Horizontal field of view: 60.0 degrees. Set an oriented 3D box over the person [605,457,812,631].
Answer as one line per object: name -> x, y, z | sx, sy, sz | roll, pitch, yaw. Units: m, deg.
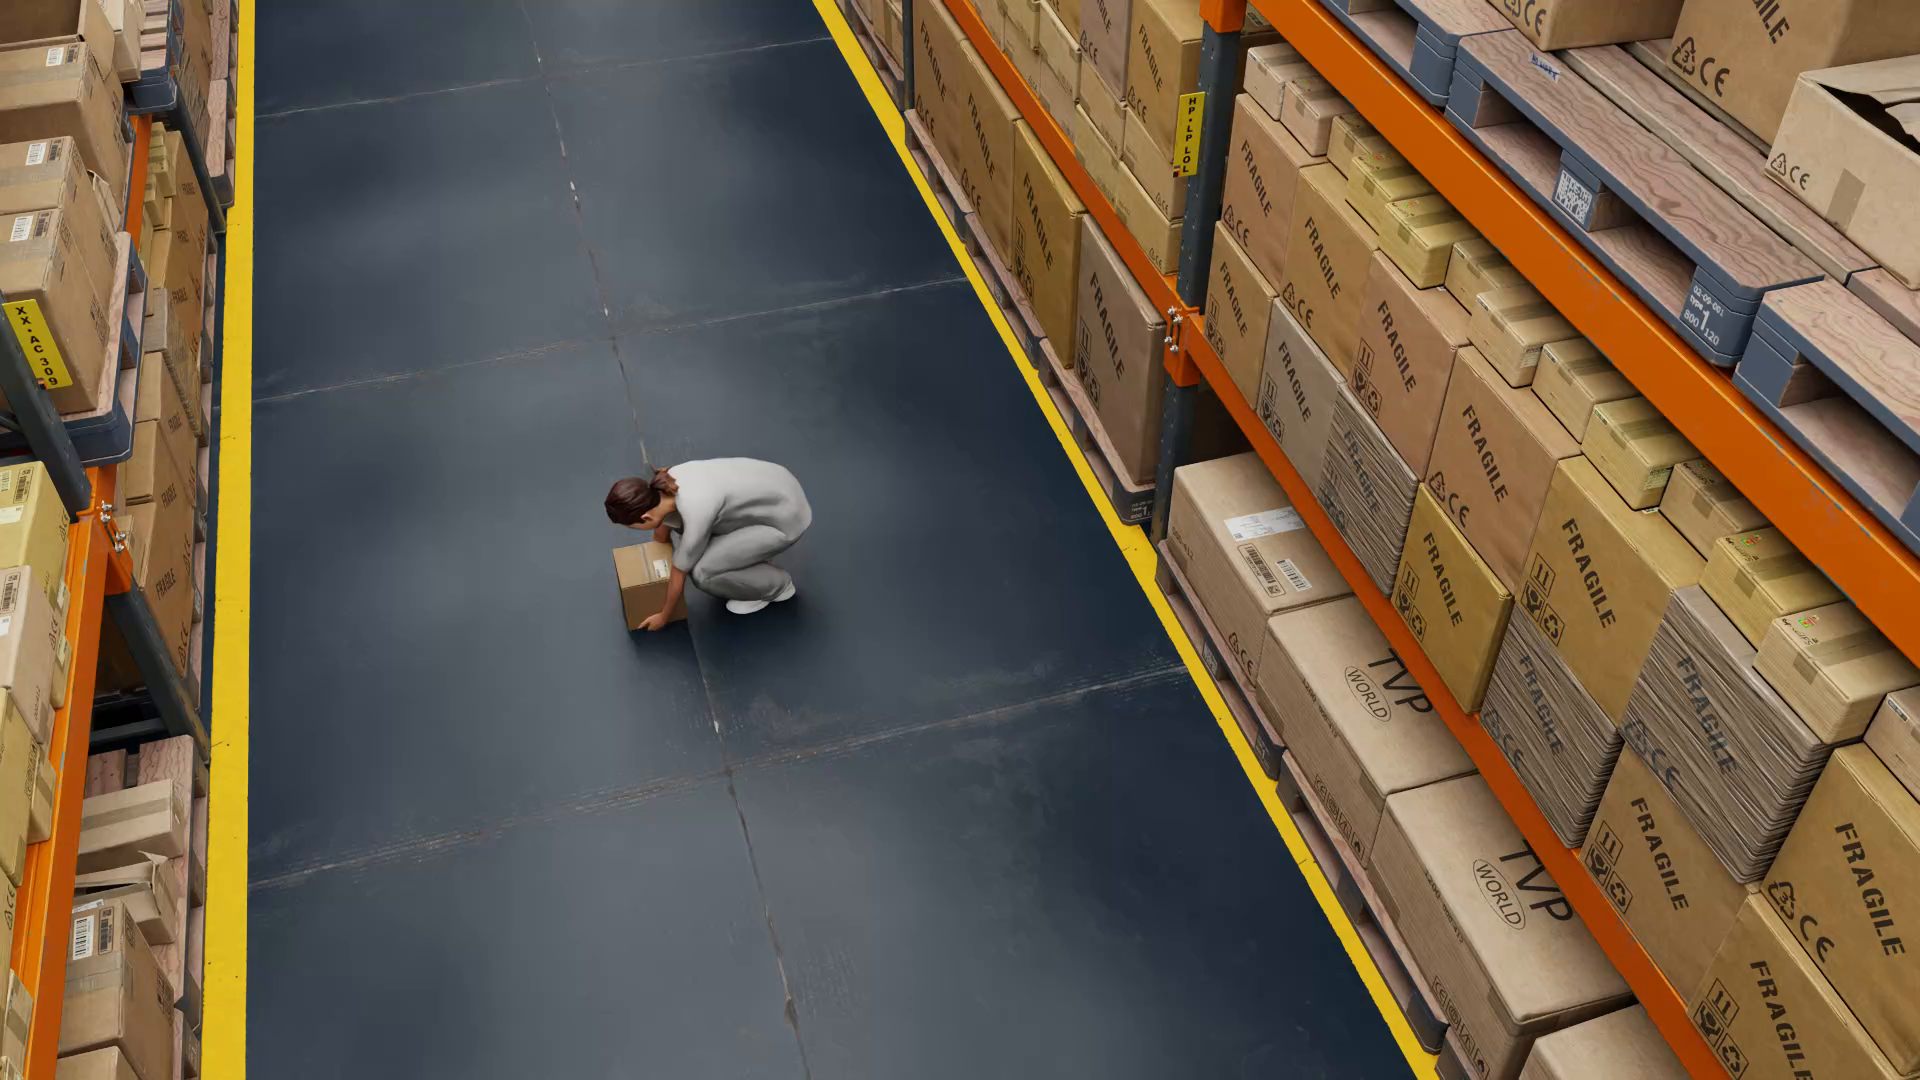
person -> -1.028, -0.018, 6.931 | 0.827, 0.816, 0.466 | -12, 44, -13
